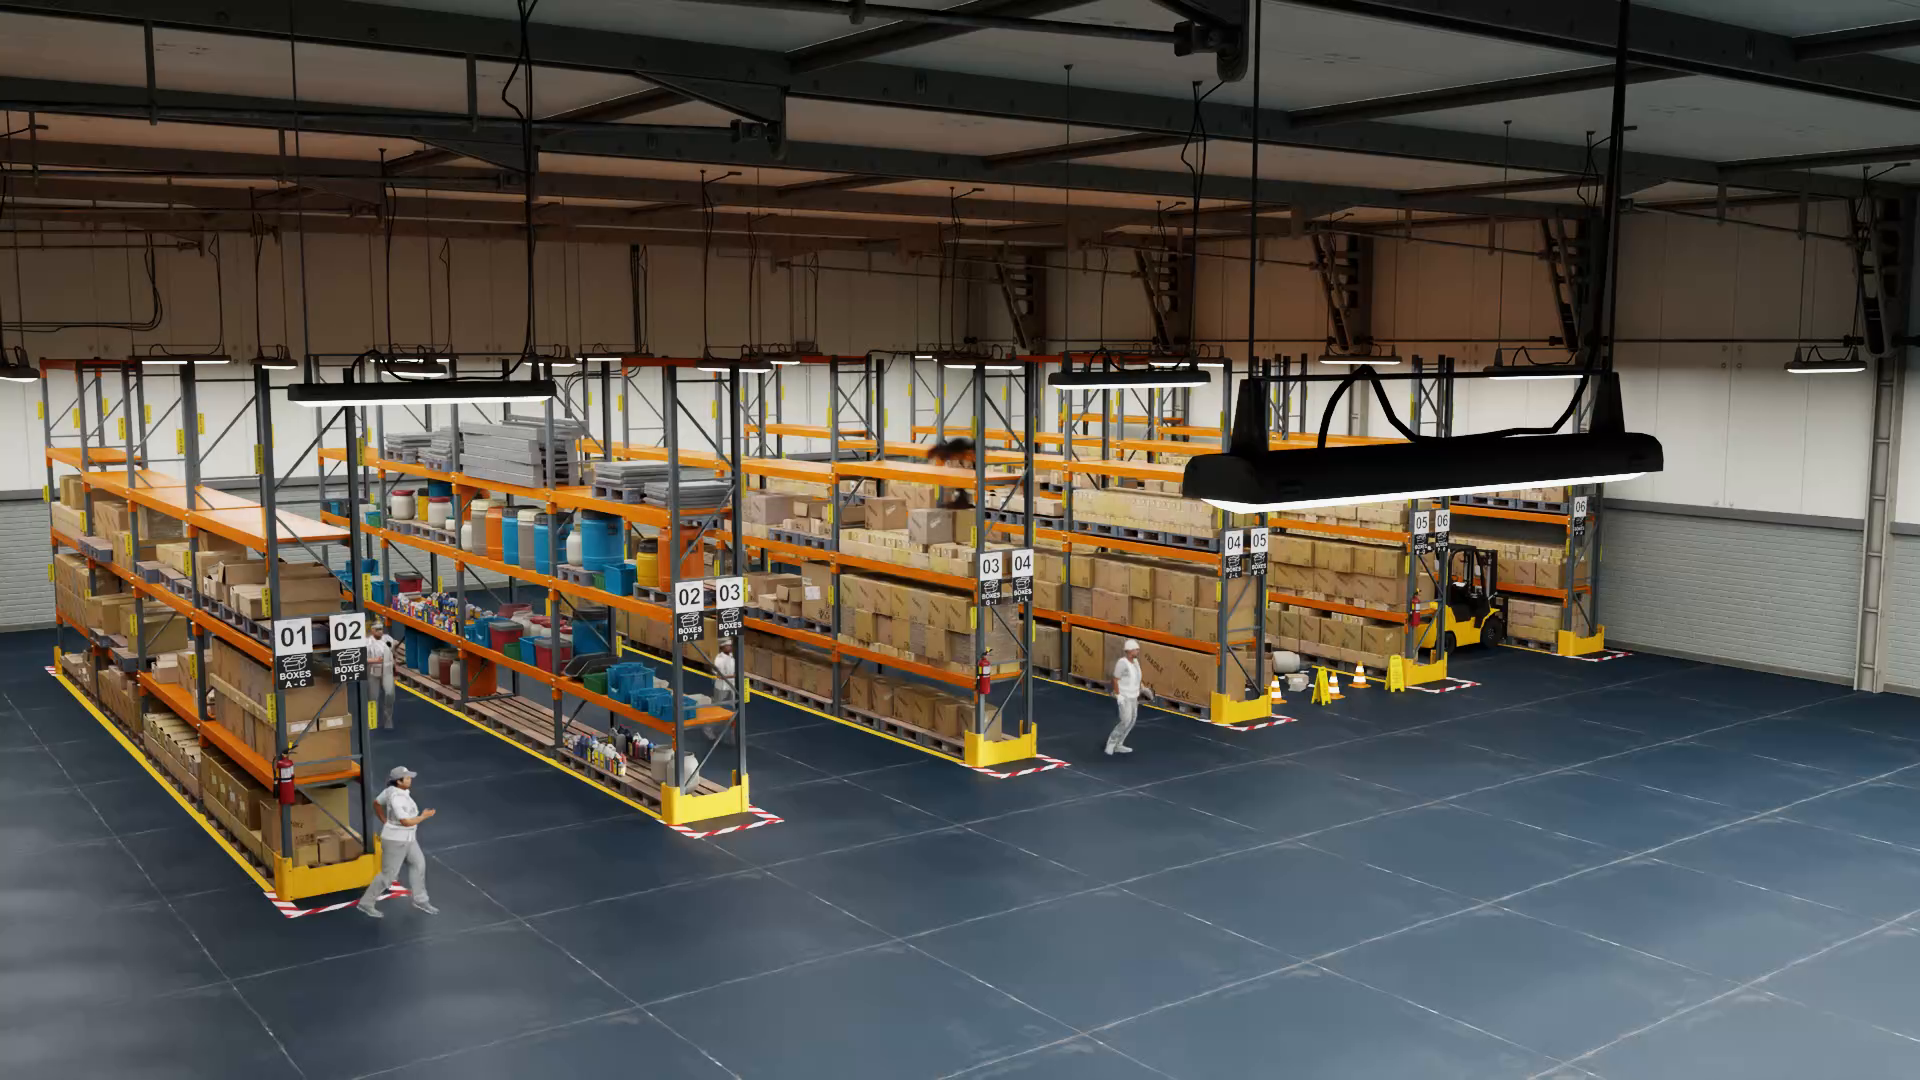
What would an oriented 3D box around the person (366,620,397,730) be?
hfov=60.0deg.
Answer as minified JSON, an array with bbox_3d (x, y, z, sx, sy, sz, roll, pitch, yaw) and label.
[{"bbox_3d":[-9.494,2.206,27.191,0.616,1.838,0.855,-4,8,-28],"label":"person"}]

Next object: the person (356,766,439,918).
[{"bbox_3d":[-6.175,3.322,18.188,0.855,1.712,0.570,-2,7,-15],"label":"person"}]

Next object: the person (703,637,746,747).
[{"bbox_3d":[-3.690,2.359,26.073,0.861,1.741,0.536,6,9,39],"label":"person"}]

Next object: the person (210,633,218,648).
[{"bbox_3d":[-12.475,2.025,28.572,0.649,1.732,0.648,-6,9,-41],"label":"person"}]

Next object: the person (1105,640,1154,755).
[{"bbox_3d":[2.572,2.413,25.450,0.575,1.745,0.788,4,8,28],"label":"person"}]
